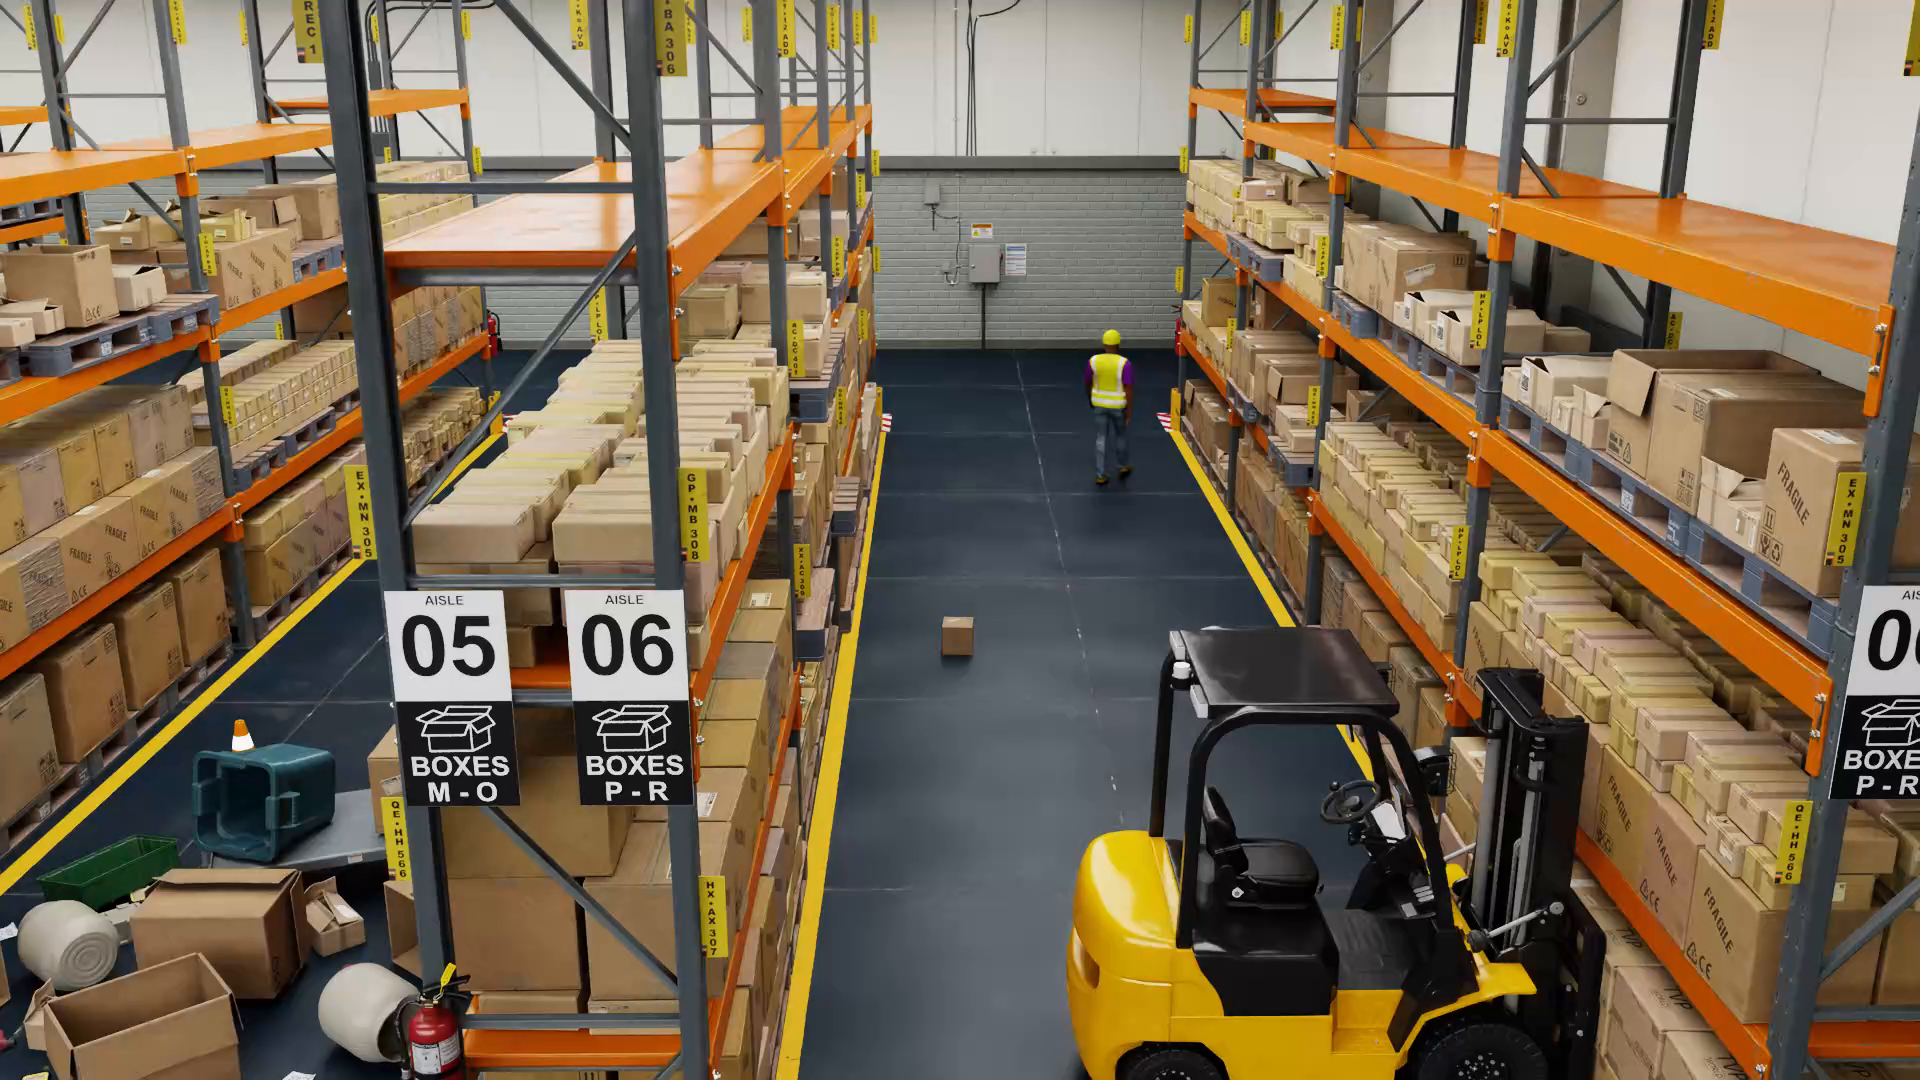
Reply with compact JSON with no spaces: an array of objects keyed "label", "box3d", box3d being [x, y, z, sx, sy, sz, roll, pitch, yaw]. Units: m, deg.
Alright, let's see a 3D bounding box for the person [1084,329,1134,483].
[{"label":"person","box3d":[1.743,-1.587,19.142,0.589,1.738,0.820,5,18,15]}]
